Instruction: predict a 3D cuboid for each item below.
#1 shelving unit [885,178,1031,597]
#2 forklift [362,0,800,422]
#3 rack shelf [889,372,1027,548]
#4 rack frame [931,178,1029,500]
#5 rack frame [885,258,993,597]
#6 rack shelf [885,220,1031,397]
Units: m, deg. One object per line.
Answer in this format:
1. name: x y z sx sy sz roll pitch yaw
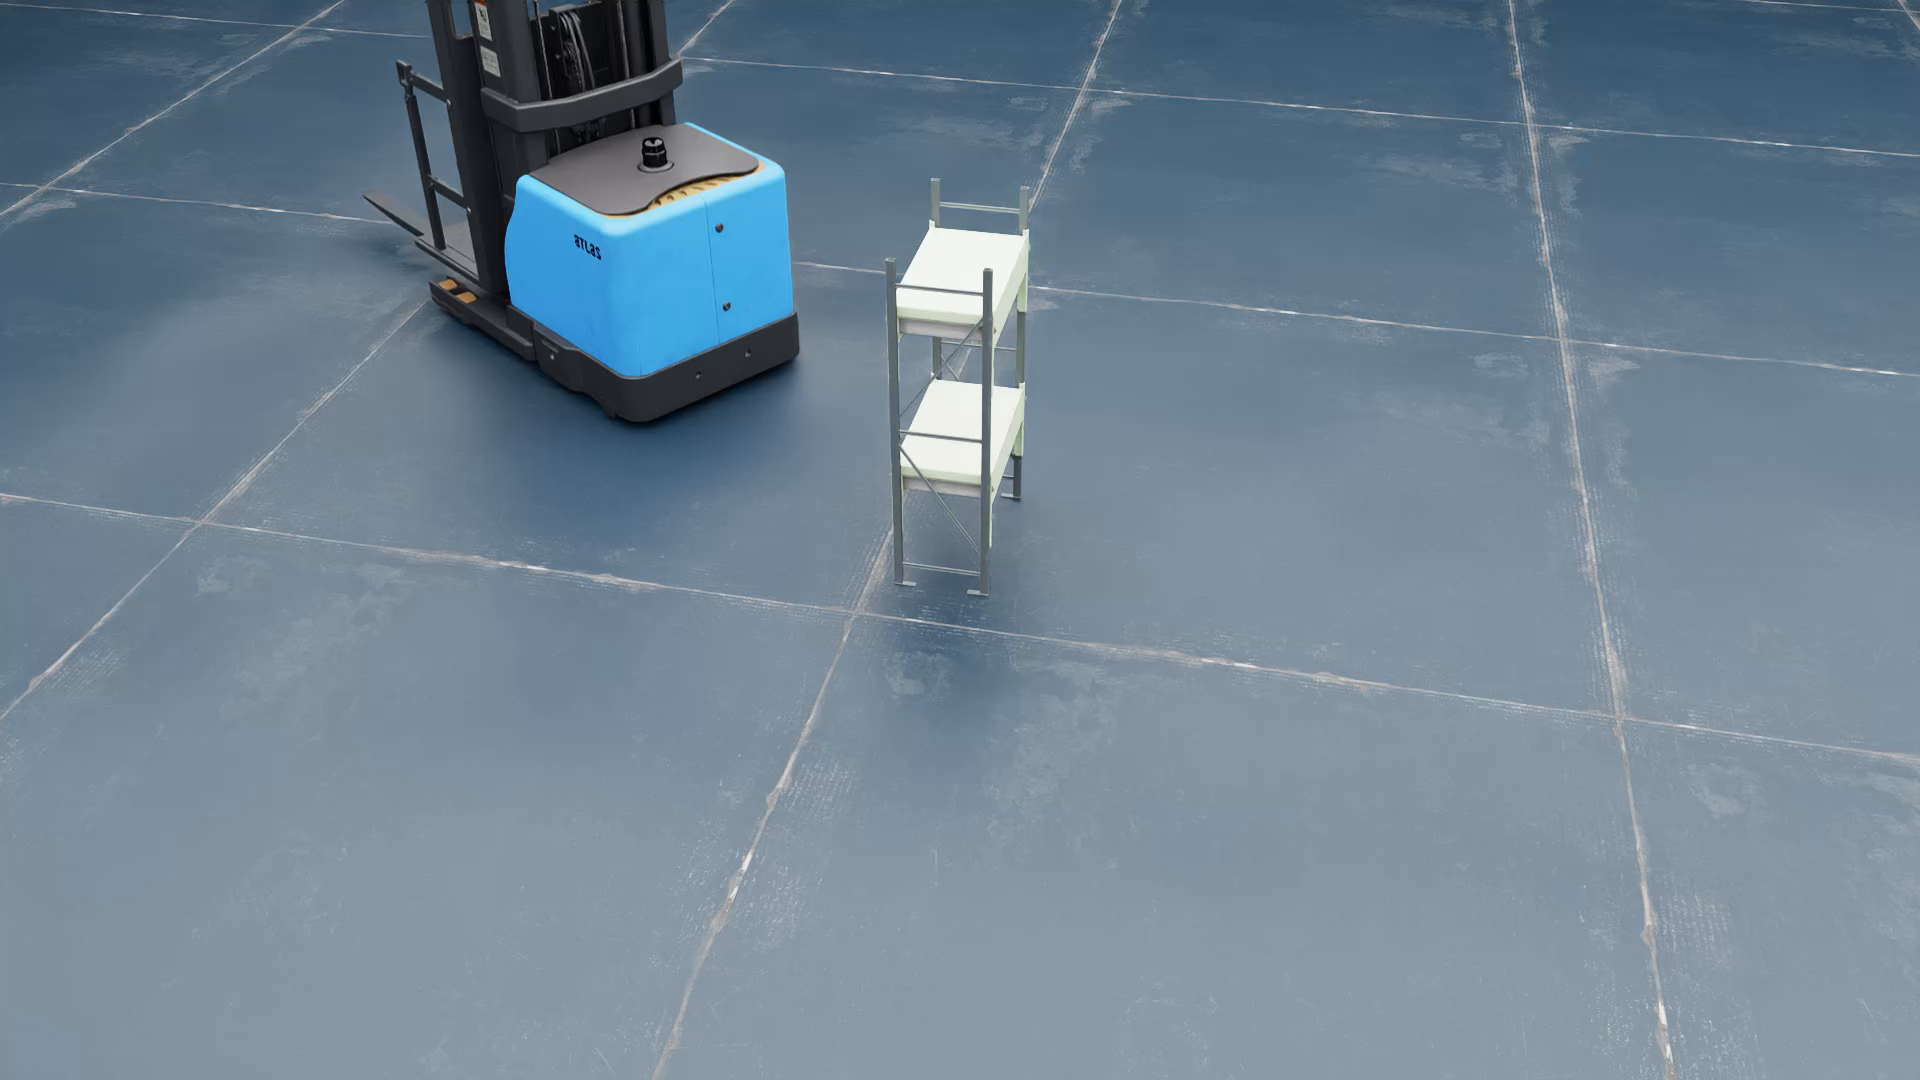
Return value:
1. shelving unit: 0.001 -0.611 6.815 0.431 1.500 0.755 7 37 10
2. forklift: -2.193 -2.518 8.227 1.130 2.935 3.031 -29 45 -34
3. rack shelf: 0.001 -0.347 7.006 0.431 0.370 0.720 7 37 10
4. rack frame: 0.080 -0.821 7.105 0.400 1.500 0.023 7 37 10
5. rack frame: -0.077 -0.401 6.526 0.400 1.500 0.023 7 37 10
6. rack shelf: 0.001 -0.927 6.586 0.431 0.370 0.720 7 37 10
